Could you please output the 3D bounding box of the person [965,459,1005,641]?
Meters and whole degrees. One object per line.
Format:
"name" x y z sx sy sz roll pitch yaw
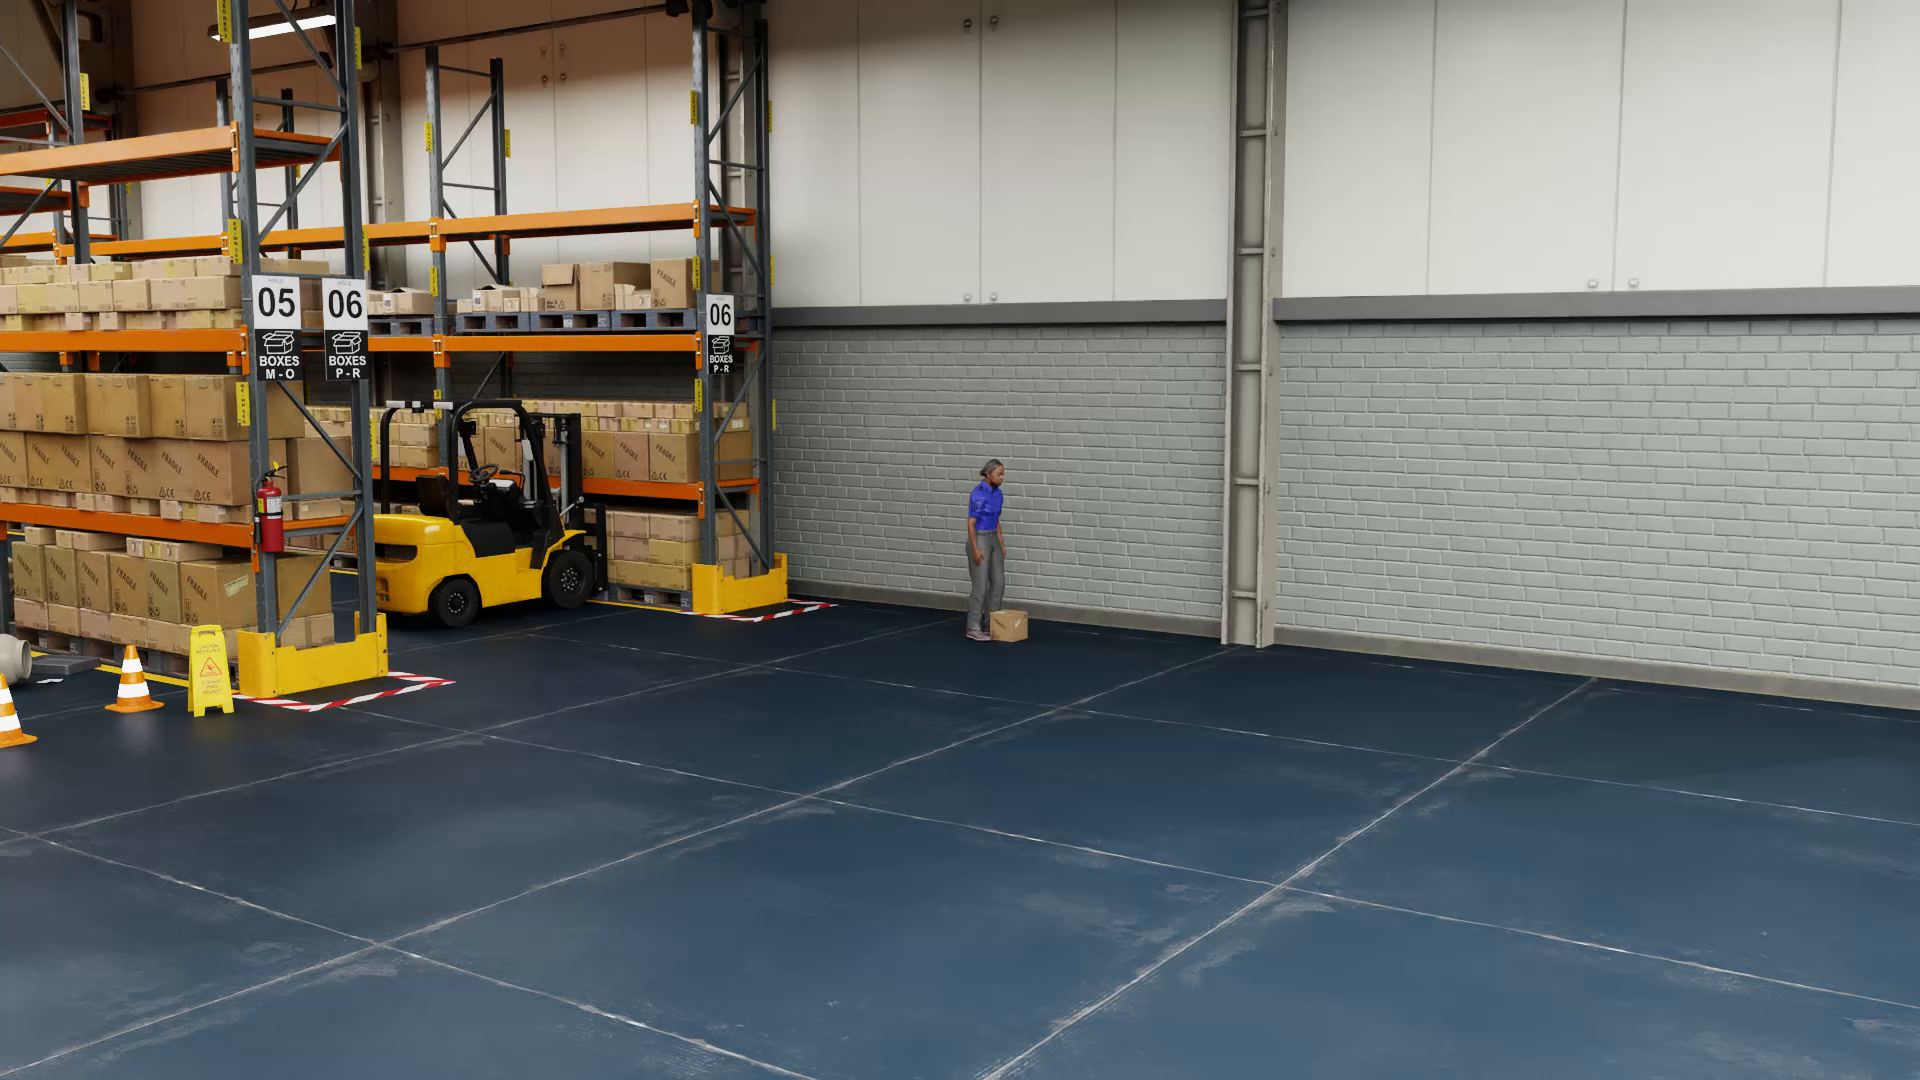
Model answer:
"person" 0.263 0.079 15.326 0.397 1.654 0.503 4 8 33
